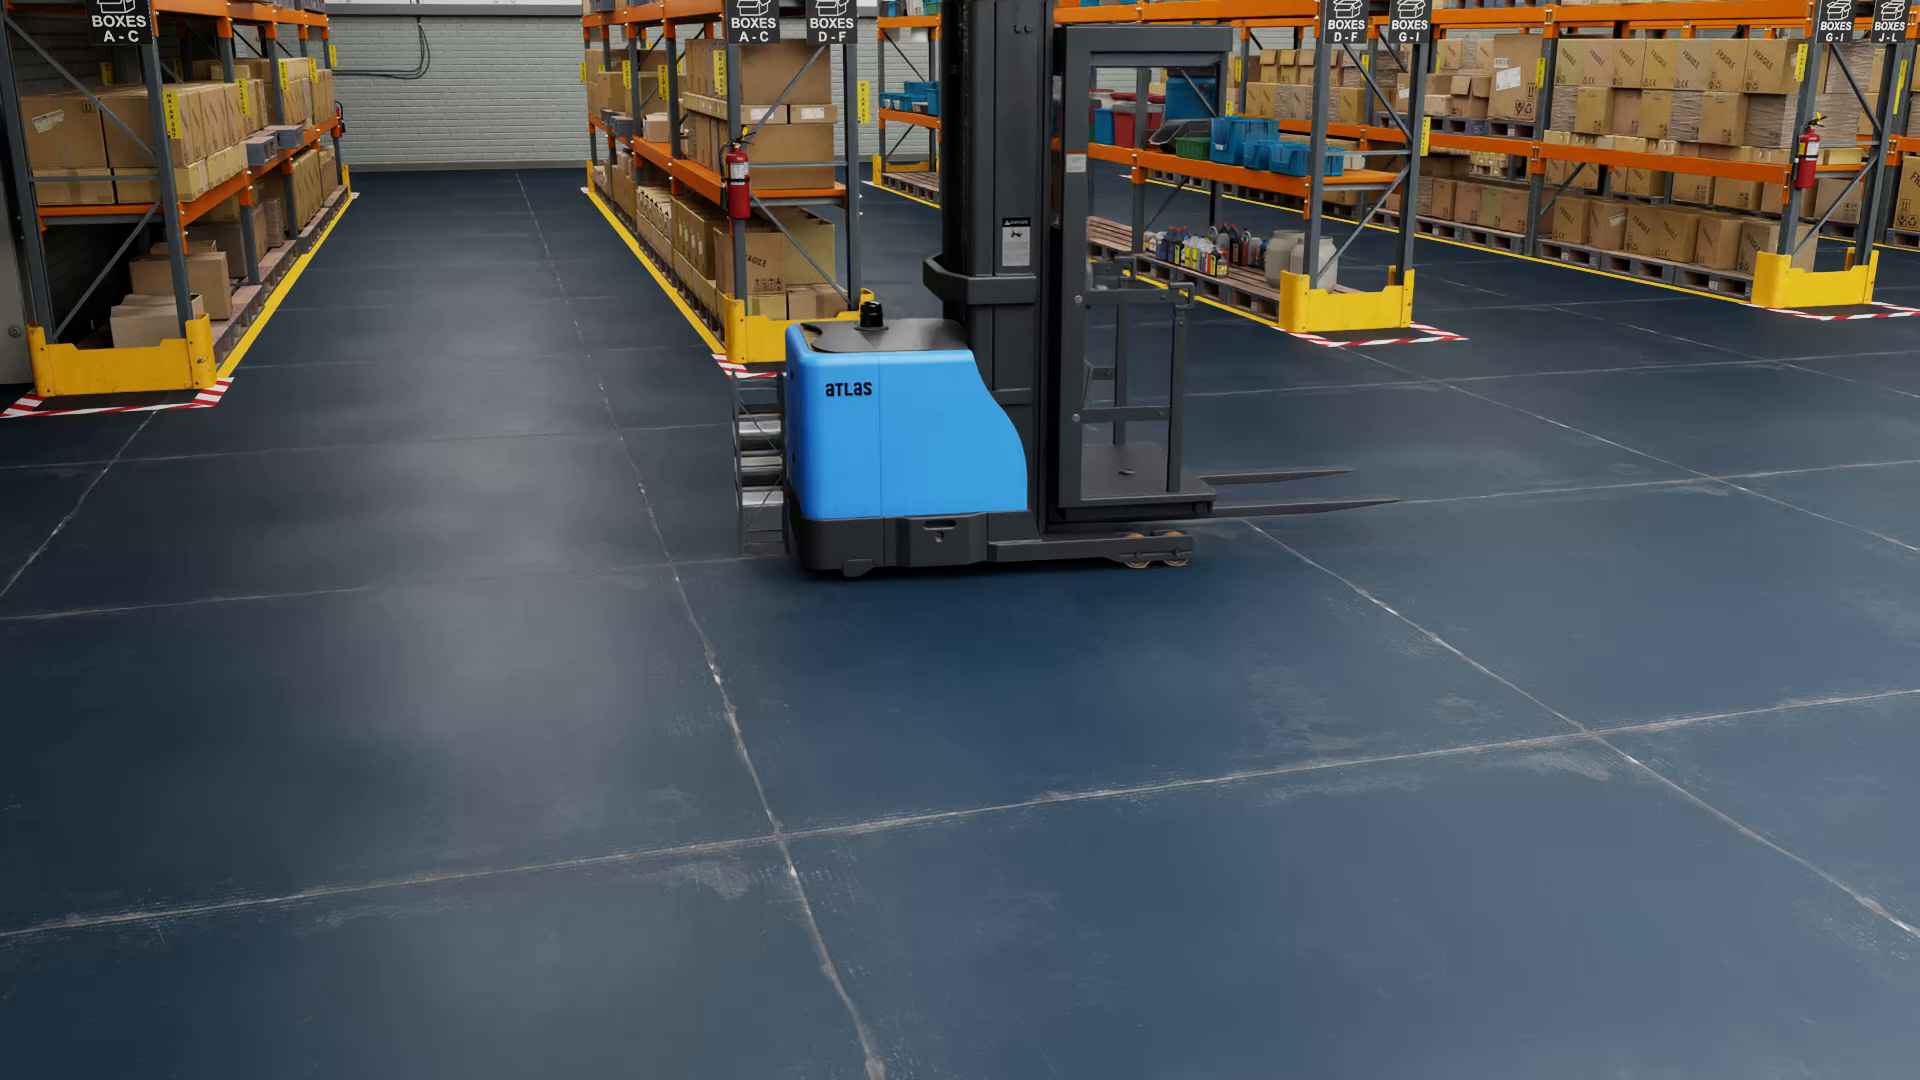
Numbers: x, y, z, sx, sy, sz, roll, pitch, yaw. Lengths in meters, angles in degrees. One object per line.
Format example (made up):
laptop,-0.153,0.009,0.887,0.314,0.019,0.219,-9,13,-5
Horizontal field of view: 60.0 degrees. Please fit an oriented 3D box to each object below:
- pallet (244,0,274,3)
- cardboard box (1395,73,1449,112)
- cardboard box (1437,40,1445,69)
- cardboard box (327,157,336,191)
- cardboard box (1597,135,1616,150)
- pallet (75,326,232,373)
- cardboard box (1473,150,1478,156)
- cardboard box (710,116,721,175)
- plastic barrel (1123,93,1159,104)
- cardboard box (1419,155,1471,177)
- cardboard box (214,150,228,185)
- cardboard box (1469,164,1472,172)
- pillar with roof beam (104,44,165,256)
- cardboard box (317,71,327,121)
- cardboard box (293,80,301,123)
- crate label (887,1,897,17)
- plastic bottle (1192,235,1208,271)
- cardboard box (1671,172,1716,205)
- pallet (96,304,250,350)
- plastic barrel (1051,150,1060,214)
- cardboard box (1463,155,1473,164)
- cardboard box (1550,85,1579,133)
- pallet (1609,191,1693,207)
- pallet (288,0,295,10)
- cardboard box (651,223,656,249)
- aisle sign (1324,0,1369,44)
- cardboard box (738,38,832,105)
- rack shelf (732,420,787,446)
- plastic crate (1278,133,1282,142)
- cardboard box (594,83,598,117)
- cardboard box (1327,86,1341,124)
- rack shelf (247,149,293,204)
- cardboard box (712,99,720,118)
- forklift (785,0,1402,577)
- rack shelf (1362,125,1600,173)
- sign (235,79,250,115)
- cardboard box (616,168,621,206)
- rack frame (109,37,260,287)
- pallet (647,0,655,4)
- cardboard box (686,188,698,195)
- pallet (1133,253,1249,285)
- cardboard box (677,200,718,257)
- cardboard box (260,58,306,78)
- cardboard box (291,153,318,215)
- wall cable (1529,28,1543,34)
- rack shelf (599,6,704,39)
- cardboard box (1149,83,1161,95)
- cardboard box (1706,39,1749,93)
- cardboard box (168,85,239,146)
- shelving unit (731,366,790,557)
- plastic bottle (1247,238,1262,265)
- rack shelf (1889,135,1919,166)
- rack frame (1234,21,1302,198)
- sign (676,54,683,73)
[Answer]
pallet,-7.506,-5.445,16.477,1.213,0.211,1.003,-5,17,-15
cardboard box,6.225,-6.017,22.364,0.500,0.500,0.500,-7,18,-22
cardboard box,8.771,-8.730,29.873,0.500,0.500,0.500,-5,17,-16
cardboard box,-10.022,-5.632,25.602,0.700,0.500,0.500,-5,17,-15
cardboard box,7.166,-4.326,18.076,0.380,0.149,0.250,-5,17,-15
pallet,-6.261,-1.439,12.876,1.003,0.211,1.213,-5,17,-15
cardboard box,9.207,-6.797,29.056,0.380,0.149,0.250,-4,17,-13
cardboard box,-1.833,-3.525,14.799,0.700,0.500,0.500,-4,17,-14
plastic barrel,2.121,-4.966,19.533,0.433,0.535,0.433,0,17,0
cardboard box,6.407,-4.958,22.019,0.500,0.250,0.500,-3,17,-9
cardboard box,-6.308,-3.048,13.611,0.500,0.250,0.500,-5,17,-15
cardboard box,9.016,-6.588,29.396,0.380,0.149,0.250,-5,17,-15
pillar with roof beam,-4.585,-7.525,17.860,9.100,9.000,0.400,-5,17,-15
cardboard box,-9.887,-6.543,24.500,0.980,0.700,0.700,-6,18,-18
cardboard box,-8.408,-5.376,20.411,0.500,0.500,0.500,-5,17,-16
crate label,-0.980,-8.820,27.644,0.408,0.251,0.502,-5,17,-15
plastic bottle,2.418,-2.881,16.667,0.144,0.351,0.185,-4,17,-13
cardboard box,10.916,-5.226,23.817,1.050,0.750,0.750,-5,17,-16
pallet,-6.593,-1.776,13.998,1.003,0.211,1.213,-5,17,-15
plastic barrel,1.125,-4.818,22.320,0.600,0.830,0.708,-5,17,-15
cardboard box,9.103,-6.717,29.309,0.380,0.149,0.250,-4,17,-14
cardboard box,7.201,-4.868,18.754,0.875,0.500,0.500,-5,17,-15
pallet,10.621,-5.159,25.259,1.003,0.211,1.213,-5,17,-15
pallet,-9.050,-6.941,21.463,0.805,0.209,1.217,-5,18,-17
cardboard box,-3.198,-3.424,18.685,0.500,0.250,0.500,-4,17,-14
aisle sign,3.208,-4.511,13.737,0.394,0.787,0.004,-5,17,-15
cardboard box,-1.420,-3.733,13.236,0.700,0.500,0.500,-5,17,-15
rack shelf,-0.980,-0.526,8.126,0.258,0.077,0.200,-3,17,-9
plastic crate,2.940,-4.060,17.012,0.499,0.251,0.616,-5,17,-15
cardboard box,-5.400,-6.829,25.799,0.500,0.500,0.500,-4,17,-15
cardboard box,5.533,-6.217,23.761,0.500,0.500,0.500,-5,17,-16
rack shelf,-7.700,-3.841,17.276,1.077,0.370,4.000,-5,17,-15
cardboard box,-1.935,-3.726,14.341,0.380,0.149,0.250,-4,17,-14
forklift,0.675,-1.414,8.064,3.031,2.935,1.130,-3,17,-9
rack shelf,6.588,-5.016,21.187,1.077,0.370,4.000,-5,17,-15
sign,-6.631,-4.092,15.356,0.100,0.325,0.005,-5,17,-15
cardboard box,-4.531,-4.952,23.304,0.500,0.500,0.500,-4,17,-14
rack frame,-7.151,-3.633,15.331,1.000,3.000,0.127,-5,17,-15
pallet,-2.905,-5.988,18.287,1.003,0.211,1.213,-4,17,-13
cardboard box,-2.958,-4.016,19.682,0.500,0.311,0.500,-5,17,-16
pallet,2.520,-2.891,17.710,1.003,0.211,1.213,-5,17,-15
cardboard box,-2.417,-2.978,15.898,0.500,0.500,0.500,-5,17,-15
cardboard box,-8.844,-6.153,21.694,0.500,0.250,0.500,-4,17,-14
cardboard box,-8.798,-4.602,21.565,0.750,0.750,0.750,-4,17,-14
wall cable,13.156,-11.070,38.325,0.588,1.984,0.122,-5,17,-15
rack shelf,-4.038,-6.777,21.835,1.077,0.370,4.000,-5,17,-15
cardboard box,3.712,-8.043,29.758,0.500,0.250,0.500,-5,17,-17
cardboard box,7.705,-4.641,16.258,0.500,0.500,0.500,-5,17,-15
cardboard box,-6.581,-3.686,14.430,0.500,0.500,0.500,-5,17,-16
shelving unit,-0.980,-0.385,8.169,0.258,0.900,0.210,-3,17,-9
plastic bottle,3.011,-2.979,17.125,0.152,0.276,0.135,-4,17,-14
rack shelf,12.484,-4.274,18.716,1.077,0.370,4.000,-5,17,-15
rack frame,4.939,-7.020,26.609,1.000,3.000,0.127,-5,17,-15
sign,-4.055,-6.837,23.988,0.100,0.325,0.005,-5,17,-15
